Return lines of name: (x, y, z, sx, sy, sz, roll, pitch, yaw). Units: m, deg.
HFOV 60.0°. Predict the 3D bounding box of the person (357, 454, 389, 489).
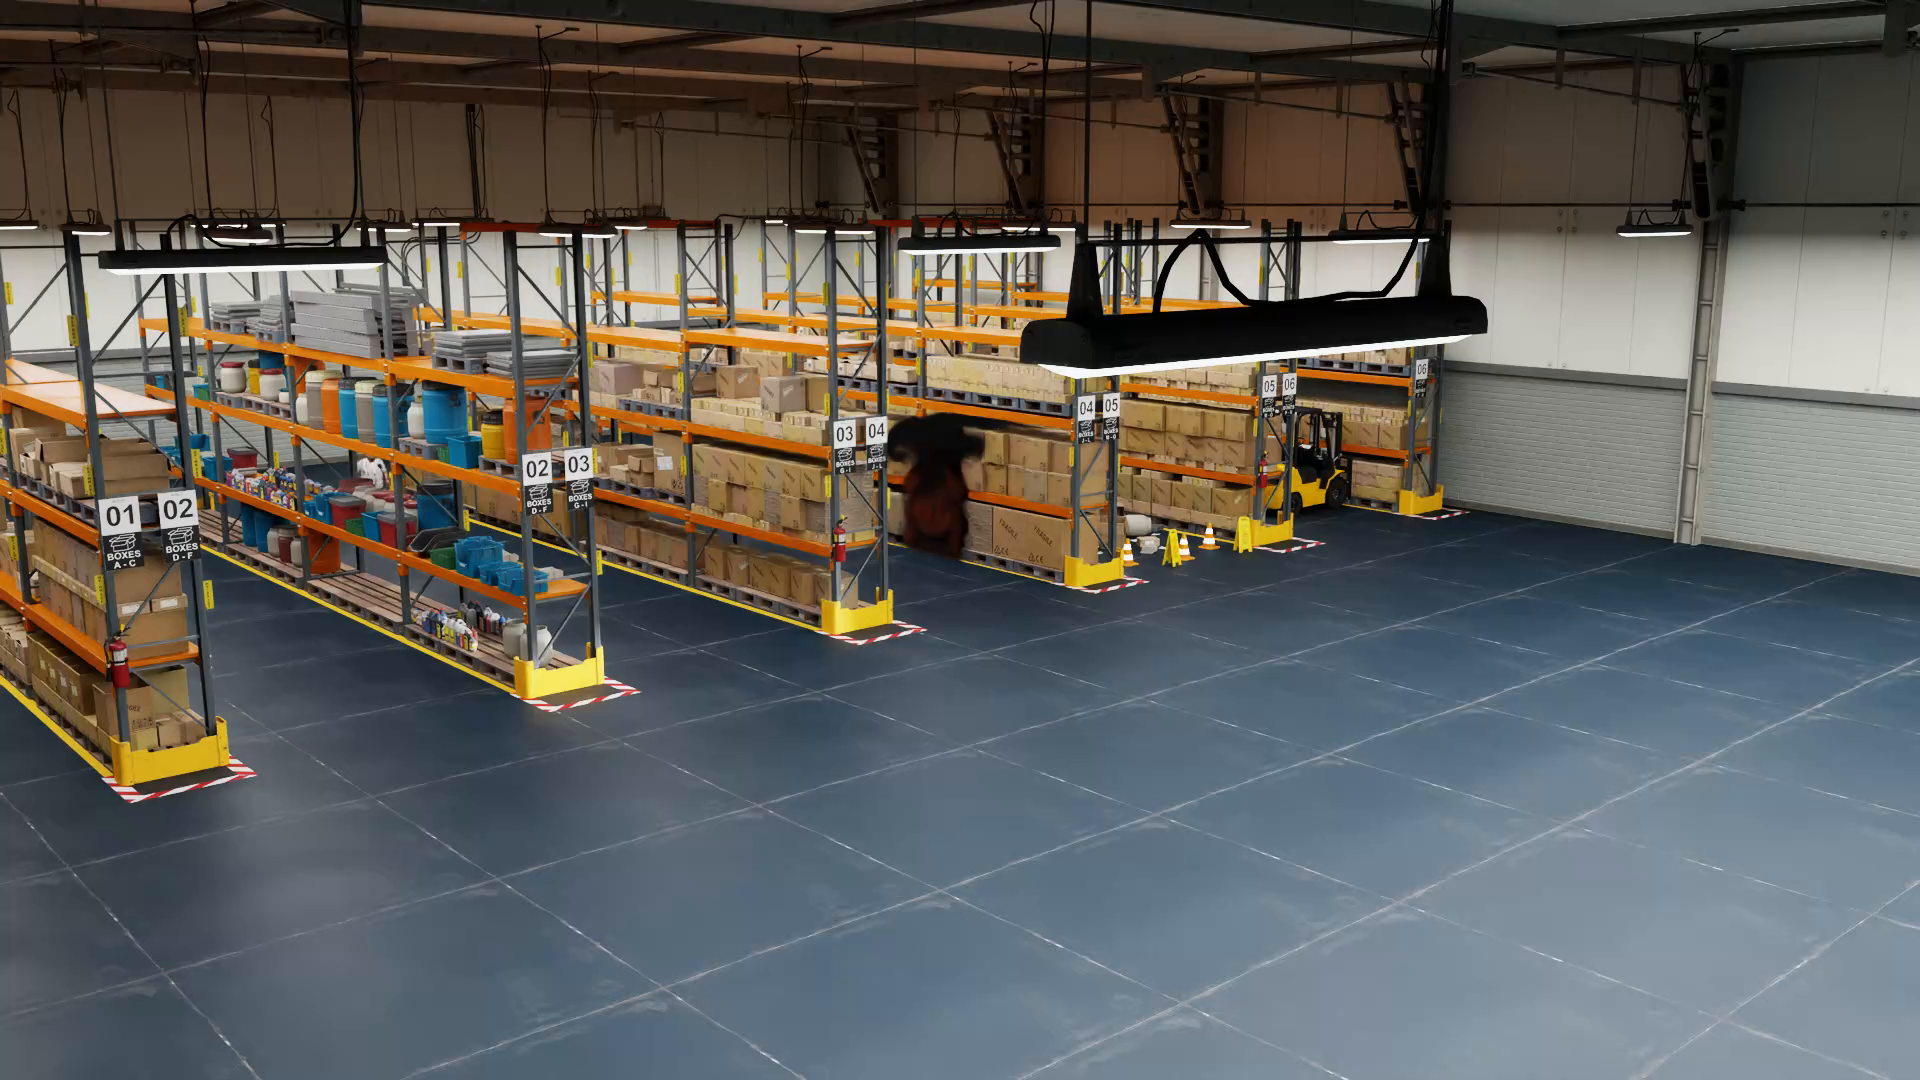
person: (-11.372, -0.960, 32.239, 0.661, 1.775, 0.667, 11, 16, 43)
